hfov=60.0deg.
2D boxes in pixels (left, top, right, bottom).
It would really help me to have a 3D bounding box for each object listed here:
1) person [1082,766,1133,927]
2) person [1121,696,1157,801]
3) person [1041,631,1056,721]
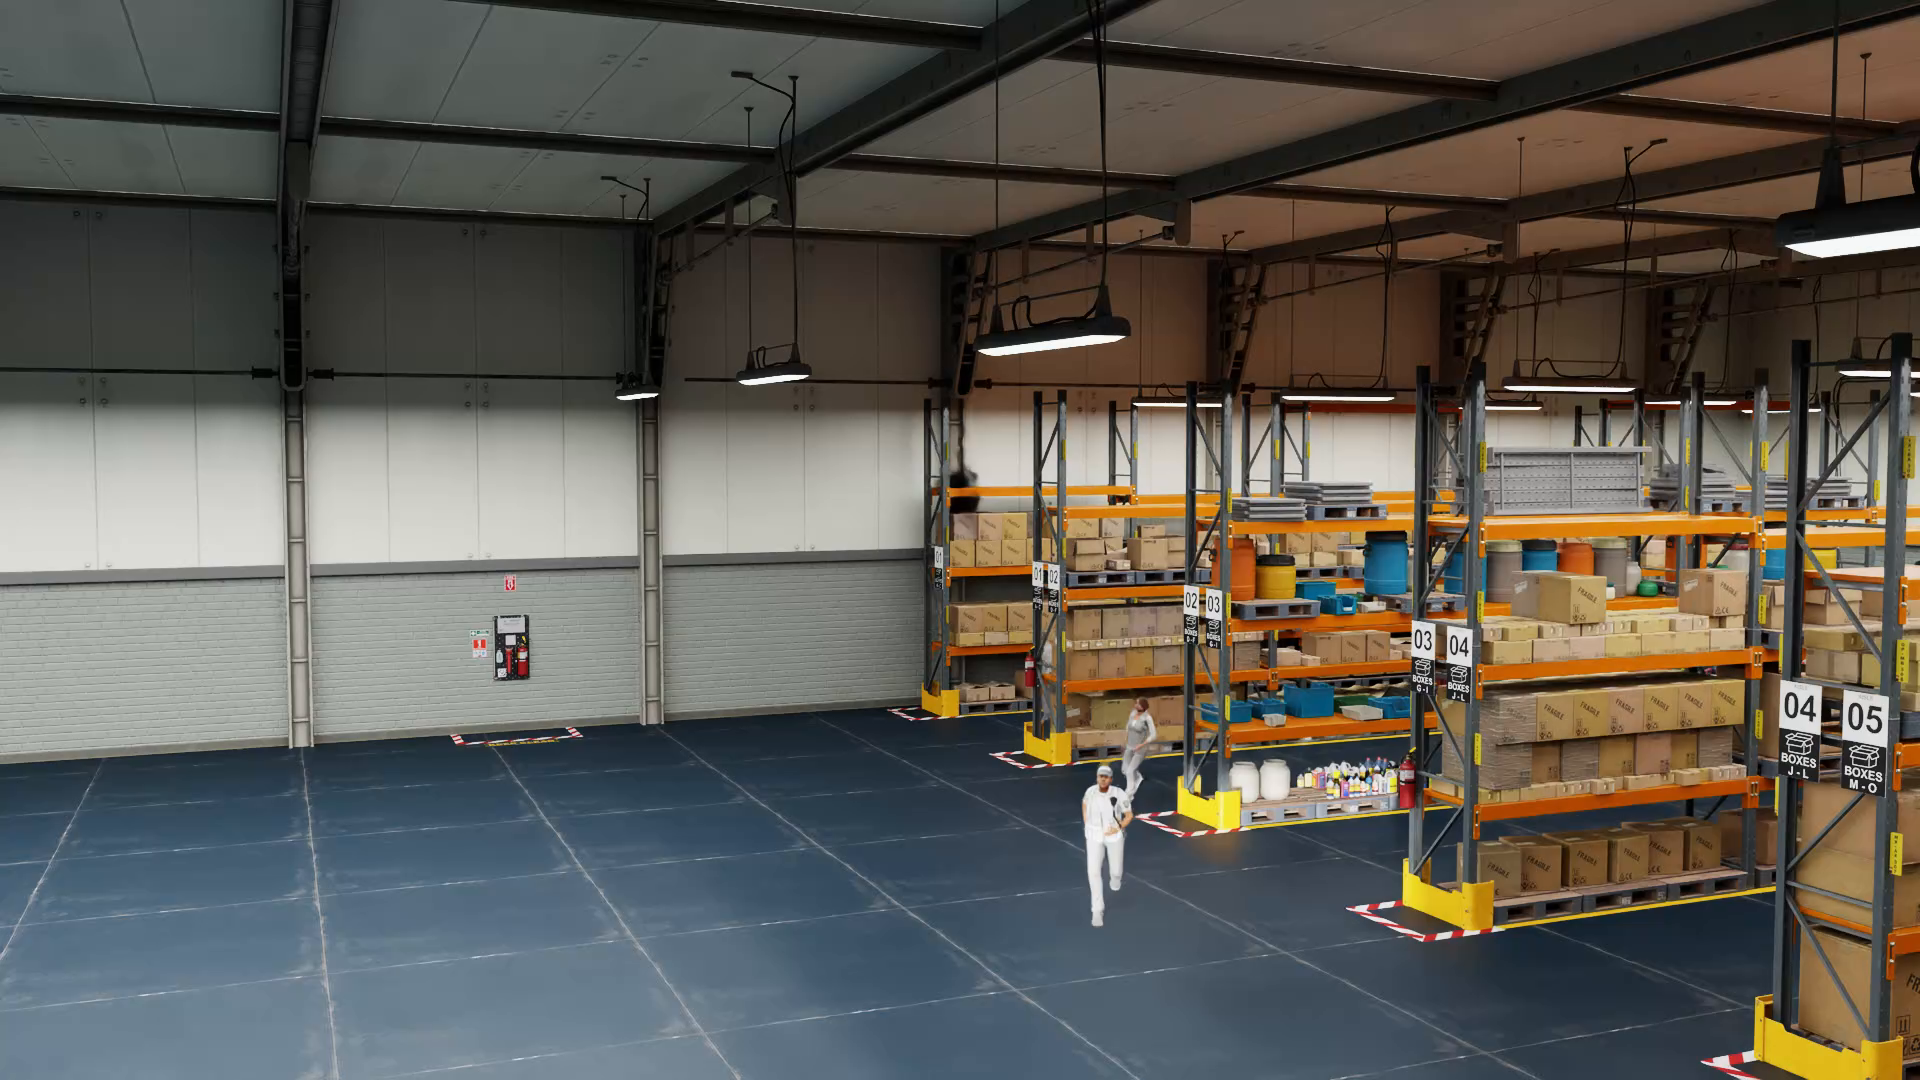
[{"bbox_3d":[1.600,3.291,18.206,0.561,1.680,1.075,1,3,9],"label":"person"},{"bbox_3d":[2.593,2.999,23.823,0.553,1.555,0.526,3,5,42],"label":"person"},{"bbox_3d":[1.616,2.371,29.332,0.777,1.631,0.544,-2,4,-30],"label":"person"}]
